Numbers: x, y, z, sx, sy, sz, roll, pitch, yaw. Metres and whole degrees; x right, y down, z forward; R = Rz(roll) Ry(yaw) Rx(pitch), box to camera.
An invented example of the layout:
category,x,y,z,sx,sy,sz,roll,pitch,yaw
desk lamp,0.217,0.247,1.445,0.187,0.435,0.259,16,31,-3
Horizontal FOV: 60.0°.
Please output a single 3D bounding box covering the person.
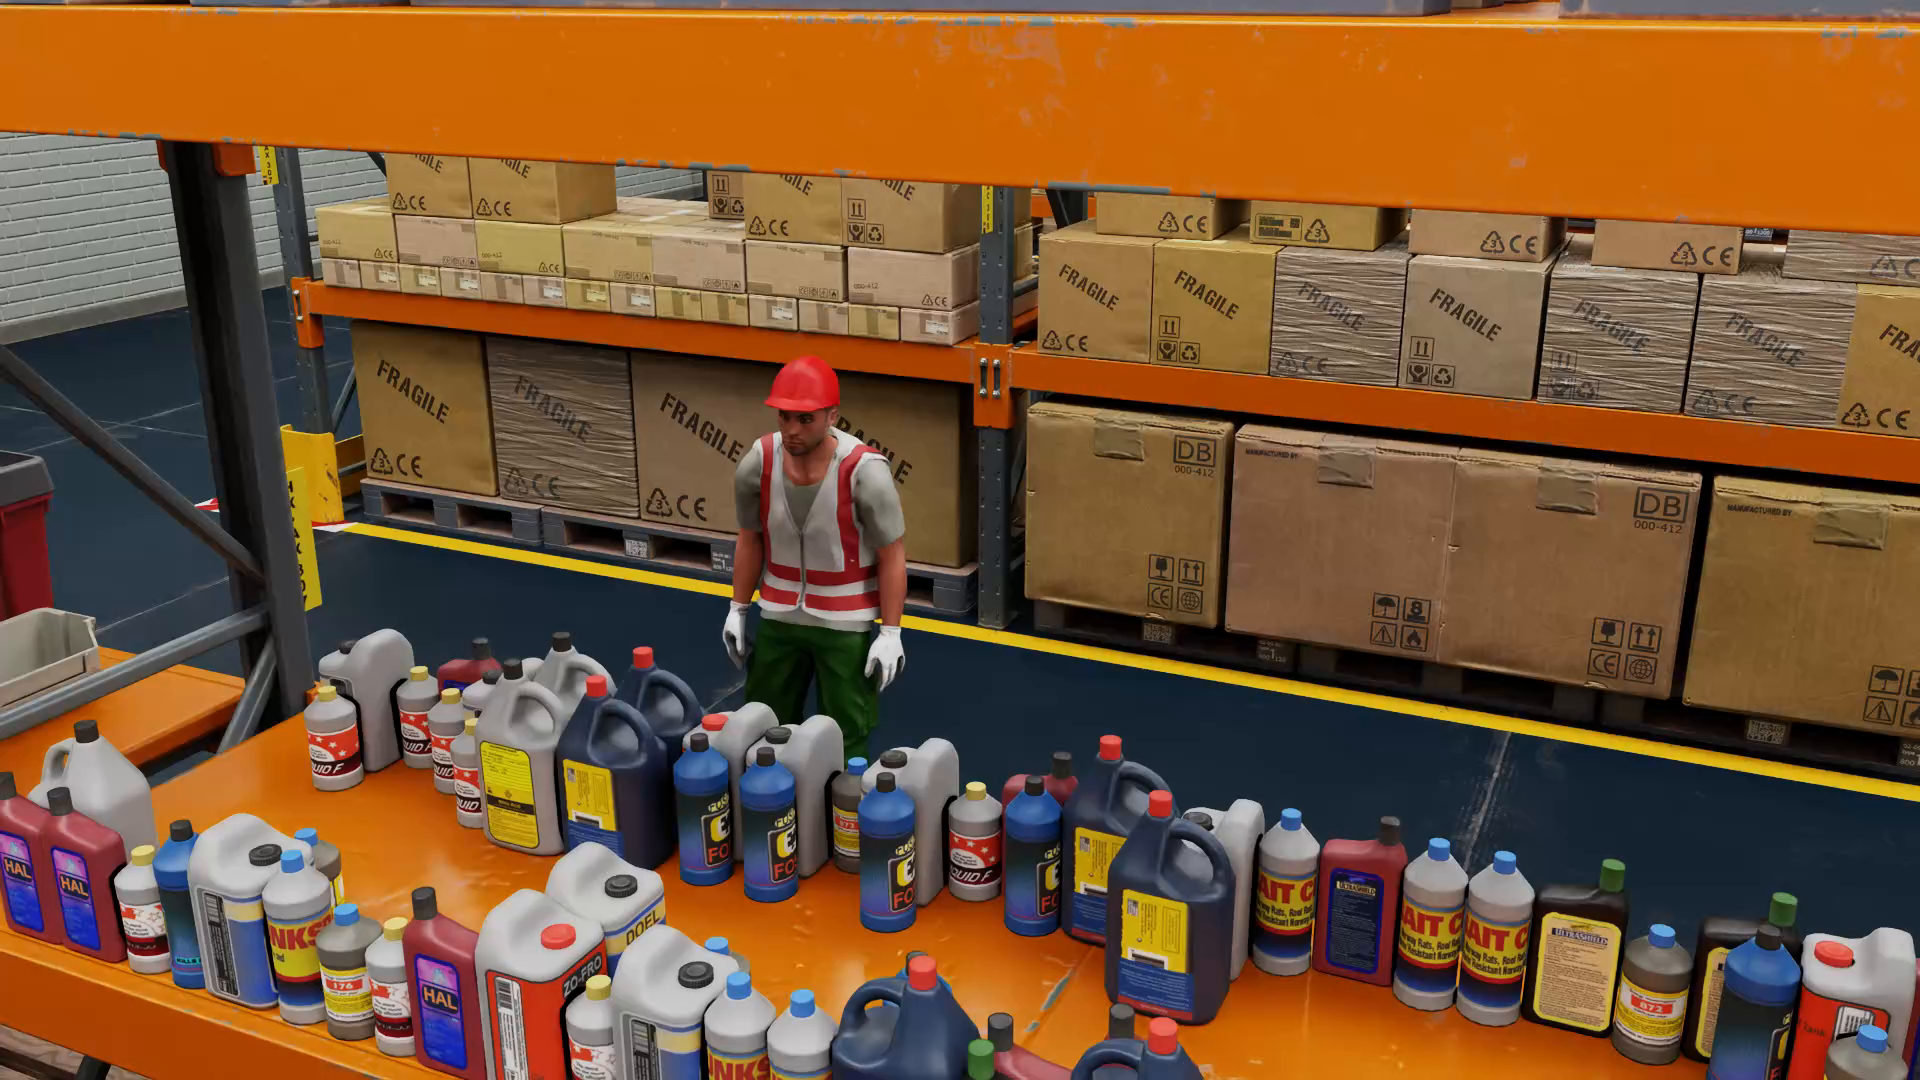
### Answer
category,x,y,z,sx,sy,sz,roll,pitch,yaw
person,-0.460,0.282,5.215,0.613,1.778,0.452,7,20,20
